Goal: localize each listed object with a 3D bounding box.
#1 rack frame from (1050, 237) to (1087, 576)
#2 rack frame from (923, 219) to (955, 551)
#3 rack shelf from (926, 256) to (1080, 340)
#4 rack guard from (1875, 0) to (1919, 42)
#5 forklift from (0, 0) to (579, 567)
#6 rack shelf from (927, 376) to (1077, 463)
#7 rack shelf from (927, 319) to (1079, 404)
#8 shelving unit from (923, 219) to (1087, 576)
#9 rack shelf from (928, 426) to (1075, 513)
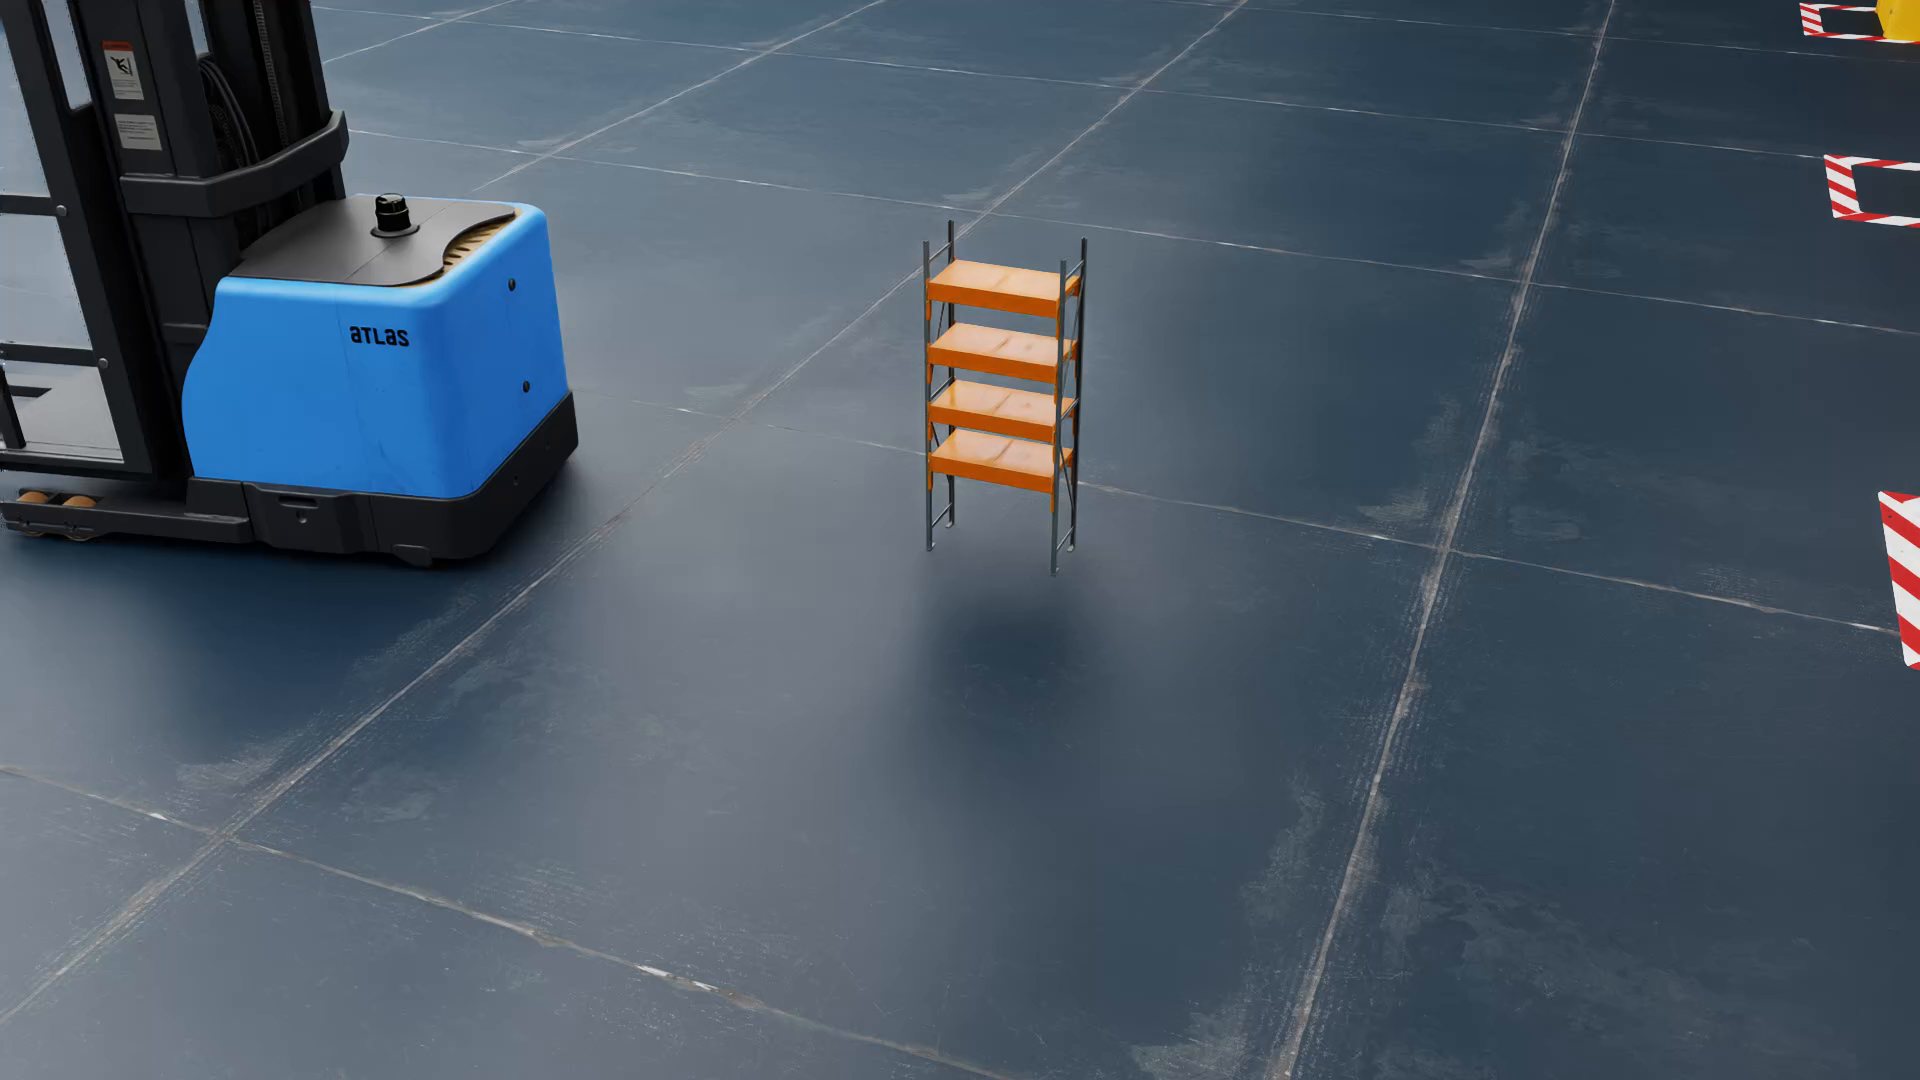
[{"bbox_3d":[0.380,-0.447,5.821,0.015,1.200,0.240,11,31,19],"label":"rack frame"},{"bbox_3d":[-0.073,-0.537,5.980,0.015,1.200,0.240,11,31,19],"label":"rack frame"},{"bbox_3d":[0.153,-0.834,5.707,0.480,0.148,0.258,11,31,19],"label":"rack shelf"},{"bbox_3d":[7.821,-4.487,13.680,0.348,0.500,1.175,11,31,19],"label":"rack guard"},{"bbox_3d":[-3.125,-1.520,5.961,3.031,2.935,1.130,5,30,9],"label":"forklift"},{"bbox_3d":[0.153,-0.433,5.934,0.480,0.148,0.258,11,31,19],"label":"rack shelf"},{"bbox_3d":[0.153,-0.628,5.824,0.480,0.148,0.258,11,31,19],"label":"rack shelf"},{"bbox_3d":[0.153,-0.492,5.901,0.503,1.200,0.258,11,31,19],"label":"shelving unit"},{"bbox_3d":[0.153,-0.260,6.031,0.480,0.148,0.258,11,31,19],"label":"rack shelf"}]
